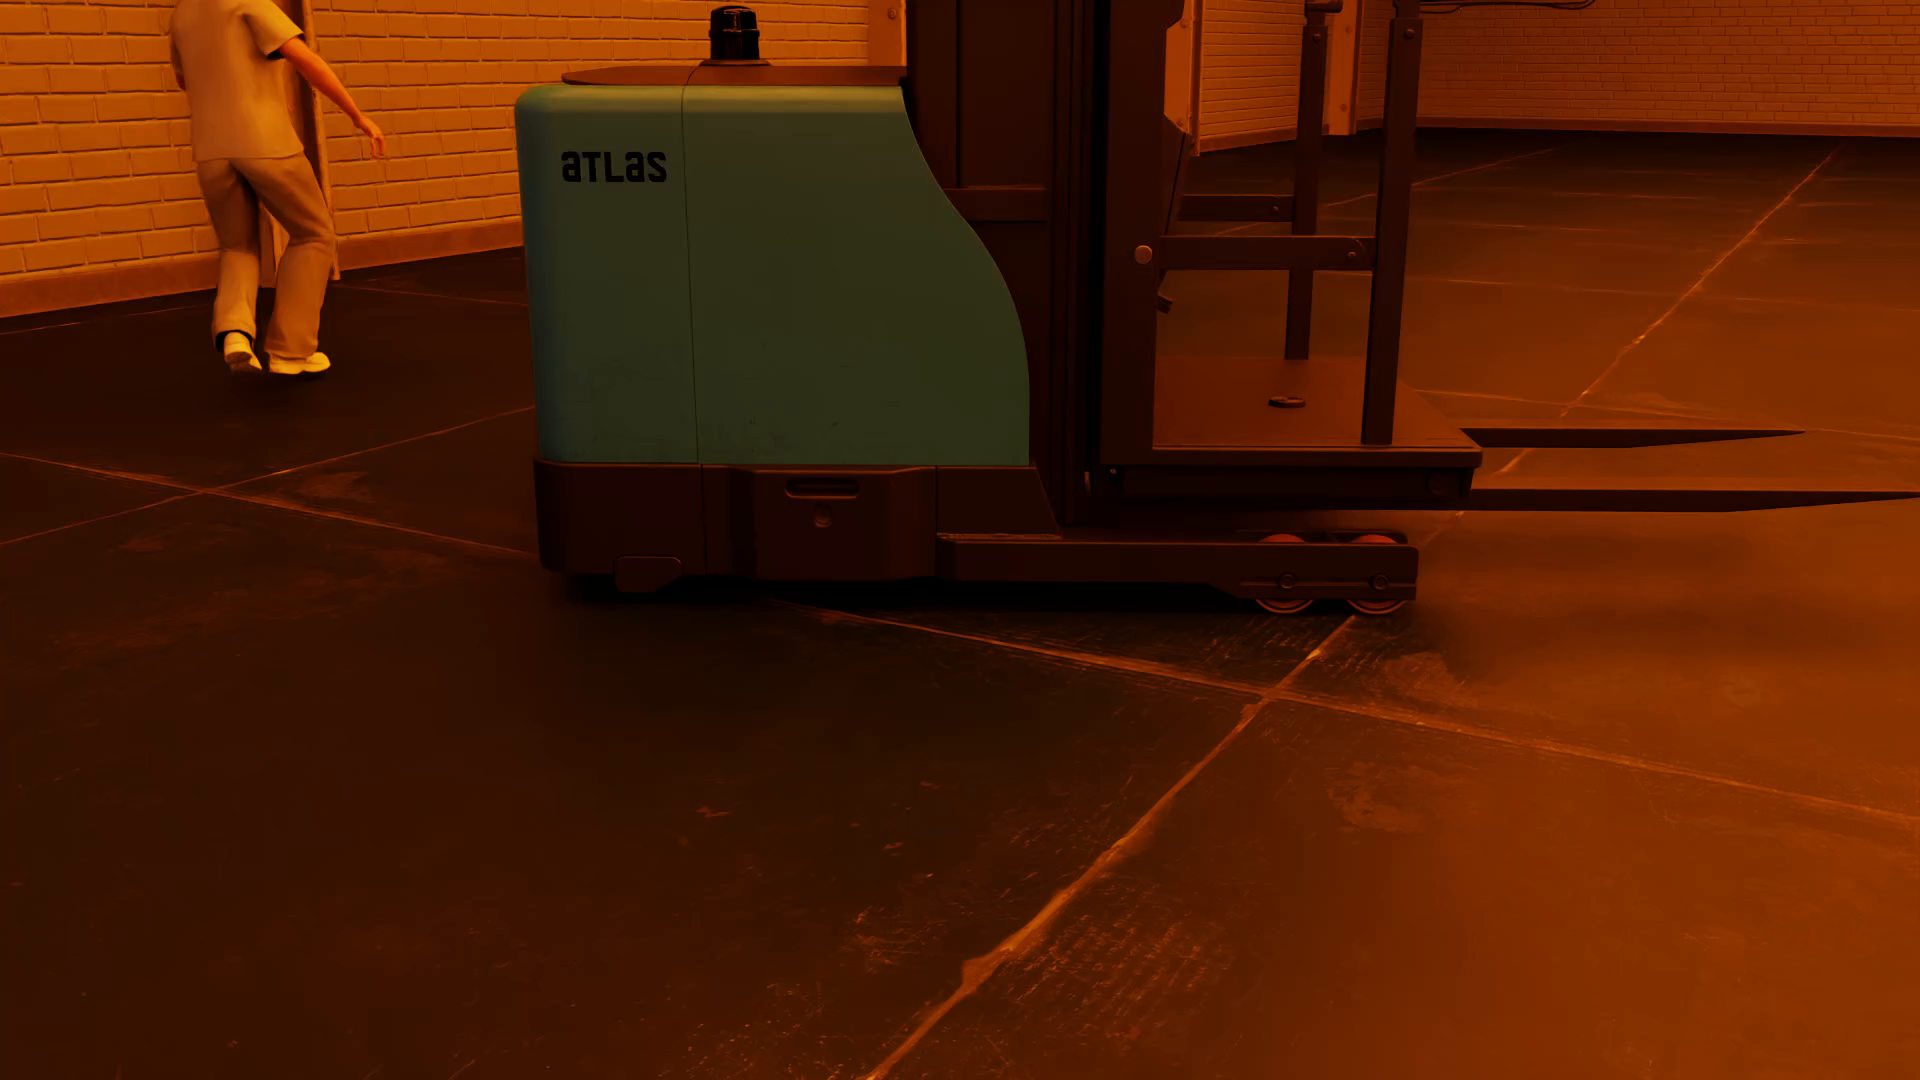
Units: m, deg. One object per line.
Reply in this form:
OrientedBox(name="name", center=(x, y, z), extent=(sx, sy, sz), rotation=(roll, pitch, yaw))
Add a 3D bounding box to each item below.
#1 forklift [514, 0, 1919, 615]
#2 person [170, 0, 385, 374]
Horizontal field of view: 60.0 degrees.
OrientedBox(name="forklift", center=(0.610, -1.401, 3.611), extent=(3.031, 2.935, 1.130), rotation=(0, 16, 1))
OrientedBox(name="person", center=(-2.320, -1.320, 5.676), extent=(0.753, 1.553, 0.764), rotation=(3, 17, 9))
